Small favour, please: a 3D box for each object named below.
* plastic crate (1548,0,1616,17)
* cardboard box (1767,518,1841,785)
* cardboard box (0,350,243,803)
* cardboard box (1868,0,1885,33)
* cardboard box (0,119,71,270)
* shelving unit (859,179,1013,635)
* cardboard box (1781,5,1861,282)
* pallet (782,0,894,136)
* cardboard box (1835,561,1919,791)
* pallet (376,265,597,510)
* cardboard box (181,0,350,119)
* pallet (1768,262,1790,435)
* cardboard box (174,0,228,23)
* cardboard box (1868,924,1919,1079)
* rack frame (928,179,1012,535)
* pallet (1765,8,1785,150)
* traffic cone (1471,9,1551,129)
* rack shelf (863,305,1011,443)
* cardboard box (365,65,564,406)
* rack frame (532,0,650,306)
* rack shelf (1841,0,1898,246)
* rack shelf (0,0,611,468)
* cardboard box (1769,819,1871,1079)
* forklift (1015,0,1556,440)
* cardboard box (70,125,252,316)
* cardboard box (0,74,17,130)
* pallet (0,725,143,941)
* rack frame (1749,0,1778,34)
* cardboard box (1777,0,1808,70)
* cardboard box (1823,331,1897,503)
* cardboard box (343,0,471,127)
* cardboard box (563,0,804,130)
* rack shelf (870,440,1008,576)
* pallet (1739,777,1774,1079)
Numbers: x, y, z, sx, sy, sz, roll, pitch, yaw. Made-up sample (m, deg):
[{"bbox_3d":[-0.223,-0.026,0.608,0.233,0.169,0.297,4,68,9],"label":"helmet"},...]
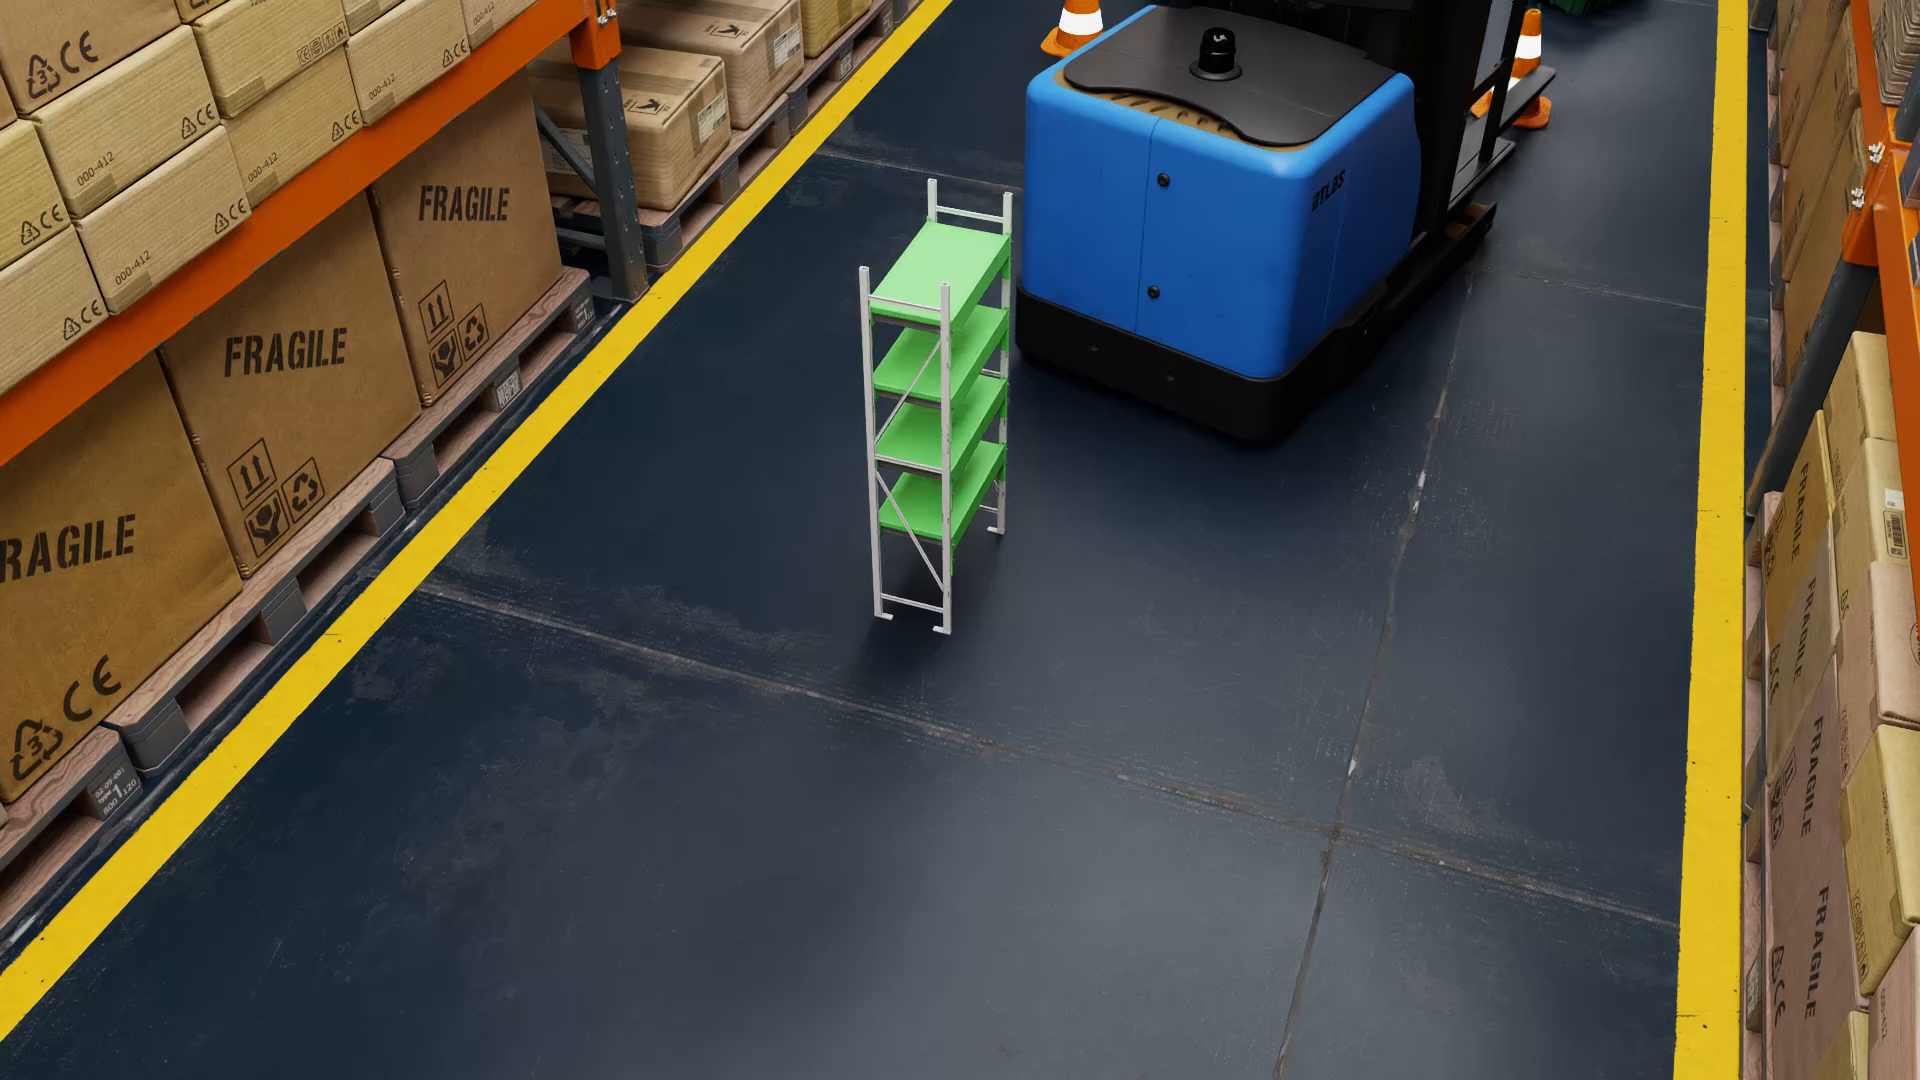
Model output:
[{"bbox_3d":[3.203,-2.925,8.490,0.662,0.188,0.450,-29,58,-29],"label":"plastic crate"},{"bbox_3d":[2.357,0.337,4.146,0.500,0.500,0.500,14,42,16],"label":"cardboard box"},{"bbox_3d":[-2.608,-0.034,4.292,0.875,0.875,0.875,14,43,16],"label":"cardboard box"},{"bbox_3d":[3.081,-1.813,4.986,0.500,0.500,0.500,13,42,15],"label":"cardboard box"},{"bbox_3d":[-2.282,-0.699,3.488,0.500,0.250,0.500,14,42,16],"label":"cardboard box"},{"bbox_3d":[-0.057,-0.355,4.742,0.258,1.200,0.503,13,42,15],"label":"shelving unit"},{"bbox_3d":[3.596,-1.326,5.903,1.050,0.750,0.750,14,42,16],"label":"cardboard box"},{"bbox_3d":[-0.992,-2.330,7.819,1.003,0.211,1.213,13,42,15],"label":"pallet"},{"bbox_3d":[2.189,0.345,3.560,0.500,0.250,0.500,14,42,15],"label":"cardboard box"},{"bbox_3d":[-2.019,-0.648,5.847,1.003,0.211,1.213,13,42,15],"label":"pallet"},{"bbox_3d":[-1.934,-1.324,4.222,0.500,0.250,0.500,12,42,14],"label":"cardboard box"},{"bbox_3d":[3.348,-0.540,5.720,1.003,0.211,1.213,13,42,15],"label":"pallet"},{"bbox_3d":[-1.954,-1.602,3.970,0.500,0.500,0.500,13,42,15],"label":"cardboard box"},{"bbox_3d":[1.845,0.988,2.805,0.500,0.250,0.500,15,43,17],"label":"cardboard box"},{"bbox_3d":[0.027,-0.504,4.917,0.240,1.200,0.015,13,42,15],"label":"rack frame"},{"bbox_3d":[4.182,-2.028,7.464,1.003,0.211,1.213,13,42,15],"label":"pallet"},{"bbox_3d":[2.497,-2.128,7.388,0.336,0.463,0.334,13,42,15],"label":"traffic cone"},{"bbox_3d":[-0.057,-0.489,4.628,0.258,0.148,0.480,13,42,15],"label":"rack shelf"},{"bbox_3d":[-1.993,-1.122,5.568,0.875,0.875,0.875,13,42,15],"label":"cardboard box"},{"bbox_3d":[-1.679,-2.173,5.486,1.000,3.000,0.127,13,42,15],"label":"rack frame"},{"bbox_3d":[3.691,-2.083,5.934,1.077,0.370,4.000,13,42,15],"label":"rack shelf"},{"bbox_3d":[-2.363,-0.680,4.290,1.077,0.370,4.000,13,42,15],"label":"rack shelf"},{"bbox_3d":[2.011,0.962,3.413,0.500,0.500,0.500,12,42,14],"label":"cardboard box"},{"bbox_3d":[1.471,-2.357,5.755,1.130,2.935,3.031,25,47,27],"label":"forklift"},{"bbox_3d":[-2.103,-0.814,4.009,0.500,0.250,0.500,13,42,14],"label":"cardboard box"},{"bbox_3d":[-2.304,-0.979,3.238,0.500,0.500,0.500,12,42,14],"label":"cardboard box"},{"bbox_3d":[-2.854,0.840,4.103,1.003,0.211,1.213,13,42,15],"label":"pallet"},{"bbox_3d":[4.375,-3.576,7.130,1.000,3.000,0.127,13,42,15],"label":"rack frame"},{"bbox_3d":[4.247,-2.481,7.257,1.050,0.750,0.750,13,42,15],"label":"cardboard box"},{"bbox_3d":[2.544,-0.264,4.273,0.500,0.250,0.500,11,42,13],"label":"cardboard box"},{"bbox_3d":[-1.768,-1.435,4.737,0.500,0.250,0.500,14,42,16],"label":"cardboard box"},{"bbox_3d":[-1.232,-2.128,7.134,0.950,0.372,0.625,13,42,14],"label":"cardboard box"},{"bbox_3d":[-0.057,-0.124,4.939,0.258,0.148,0.480,13,42,15],"label":"rack shelf"},{"bbox_3d":[2.320,1.142,3.748,1.003,0.211,1.213,13,42,15],"label":"pallet"}]
